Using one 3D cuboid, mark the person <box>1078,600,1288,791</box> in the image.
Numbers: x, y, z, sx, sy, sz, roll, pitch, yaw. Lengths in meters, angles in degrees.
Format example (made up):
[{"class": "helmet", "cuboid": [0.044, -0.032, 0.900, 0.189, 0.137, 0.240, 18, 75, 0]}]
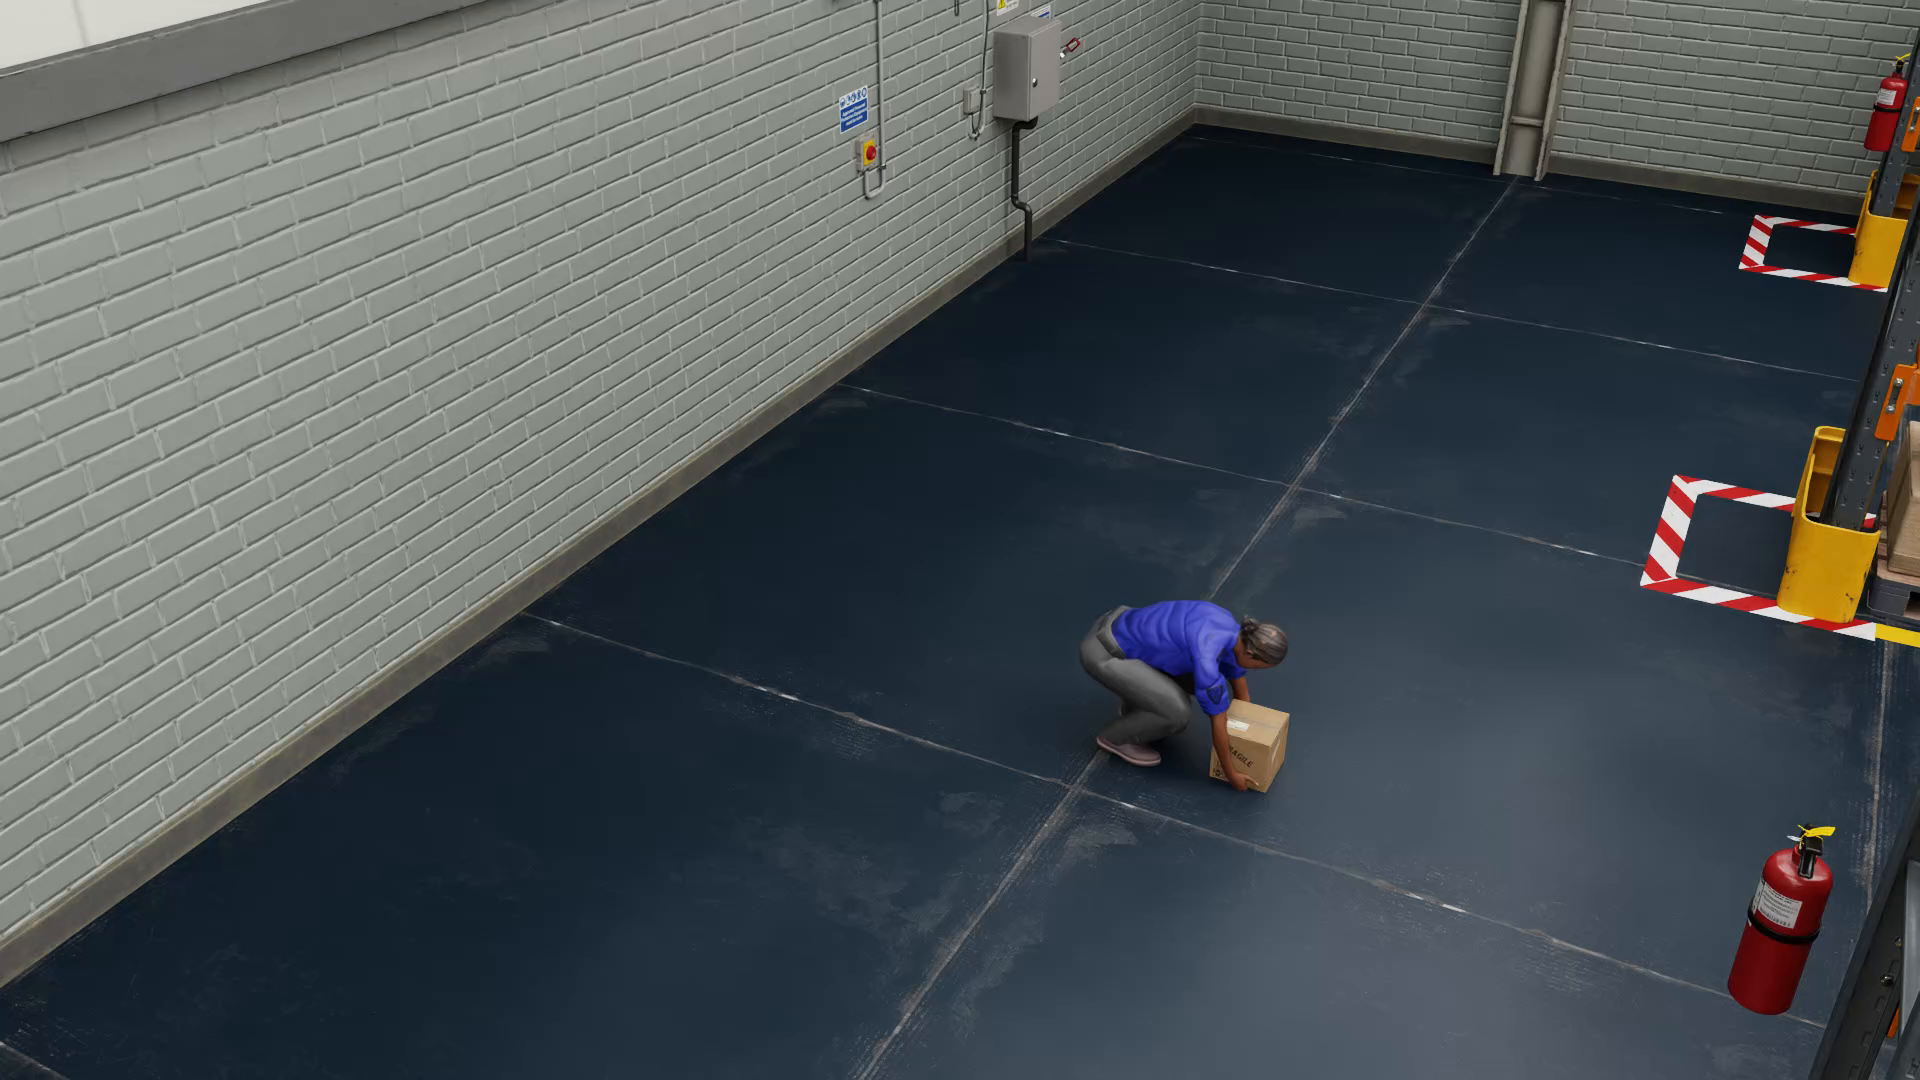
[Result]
[{"class": "person", "cuboid": [0.933, 0.597, 7.048, 0.858, 0.746, 0.458, 14, 33, 22]}]
